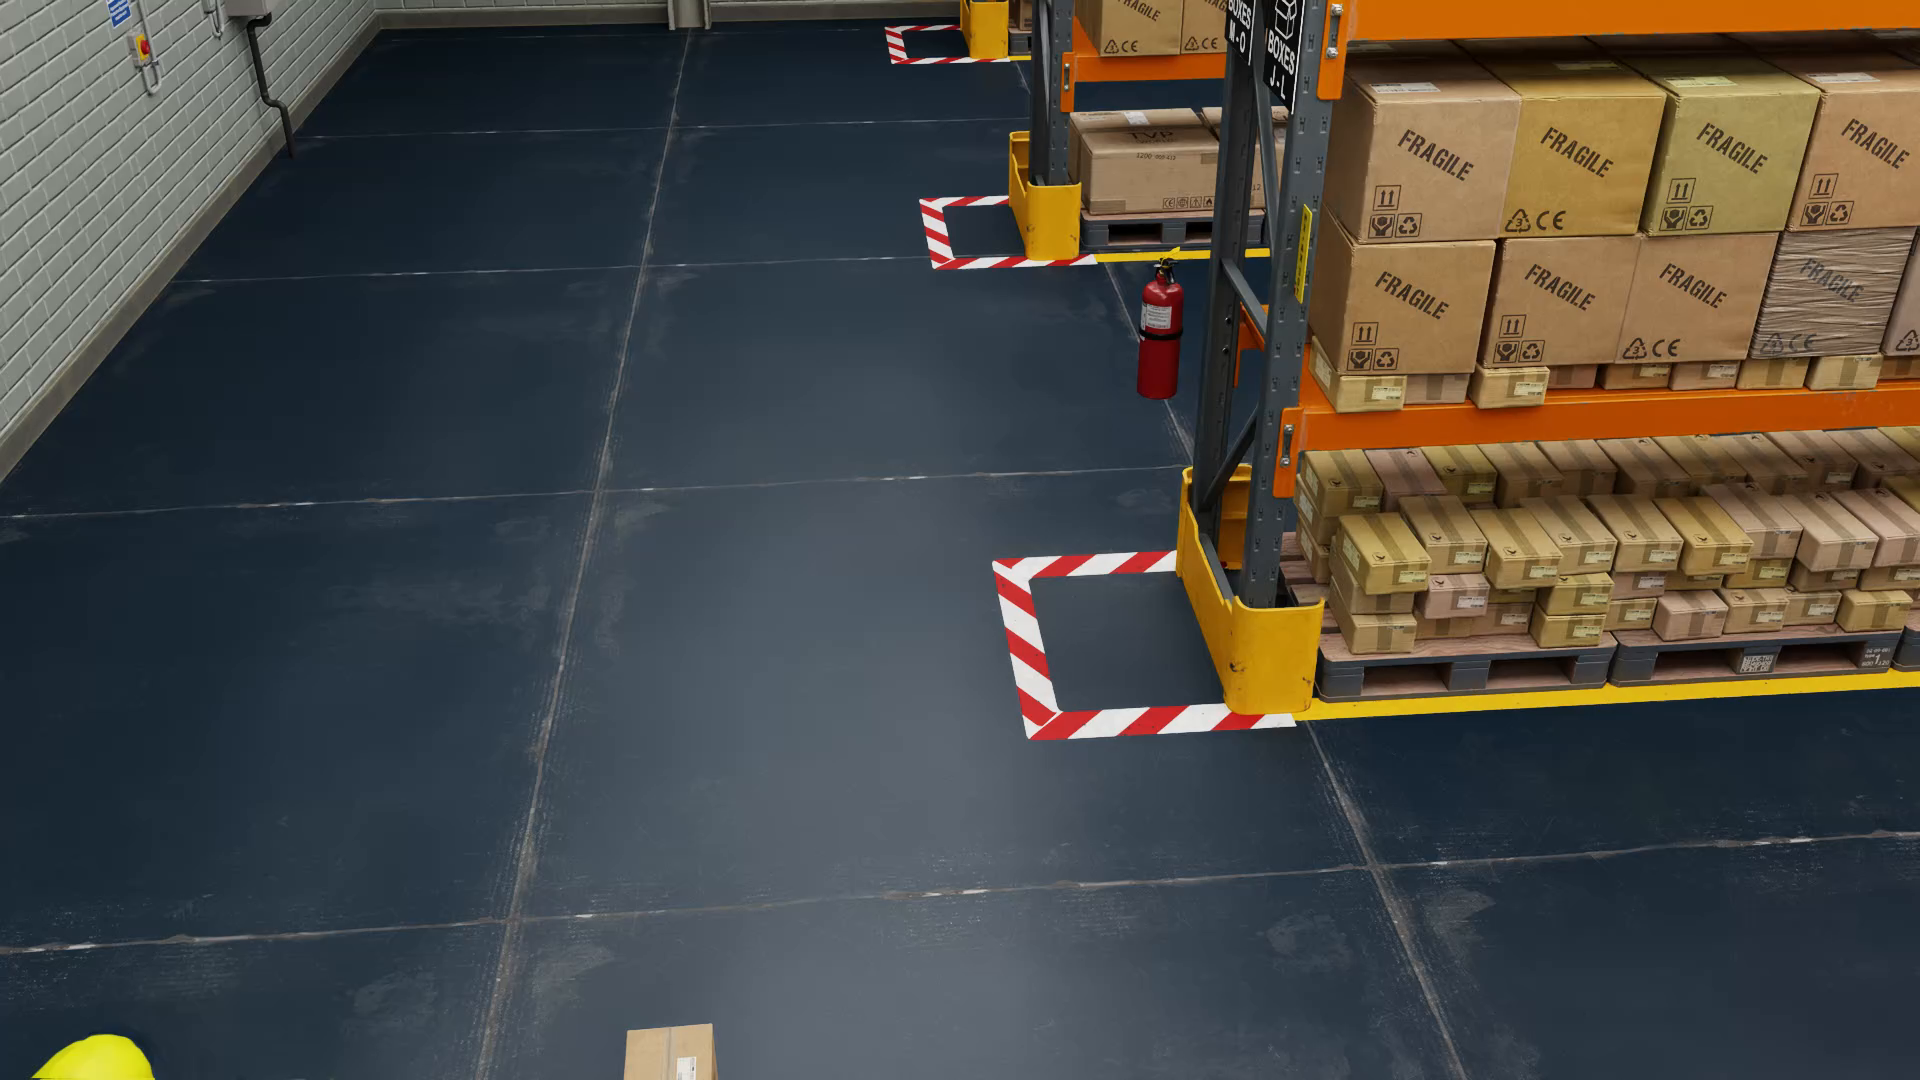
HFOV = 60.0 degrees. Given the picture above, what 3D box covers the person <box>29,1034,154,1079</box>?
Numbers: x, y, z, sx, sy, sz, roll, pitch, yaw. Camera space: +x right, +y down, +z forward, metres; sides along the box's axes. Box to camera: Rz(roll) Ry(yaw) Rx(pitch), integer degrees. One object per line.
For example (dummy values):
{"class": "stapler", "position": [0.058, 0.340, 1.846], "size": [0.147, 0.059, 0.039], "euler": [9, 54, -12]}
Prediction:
{"class": "person", "position": [-1.570, 1.731, 3.195], "size": [0.706, 1.766, 0.749], "euler": [9, 32, 15]}
